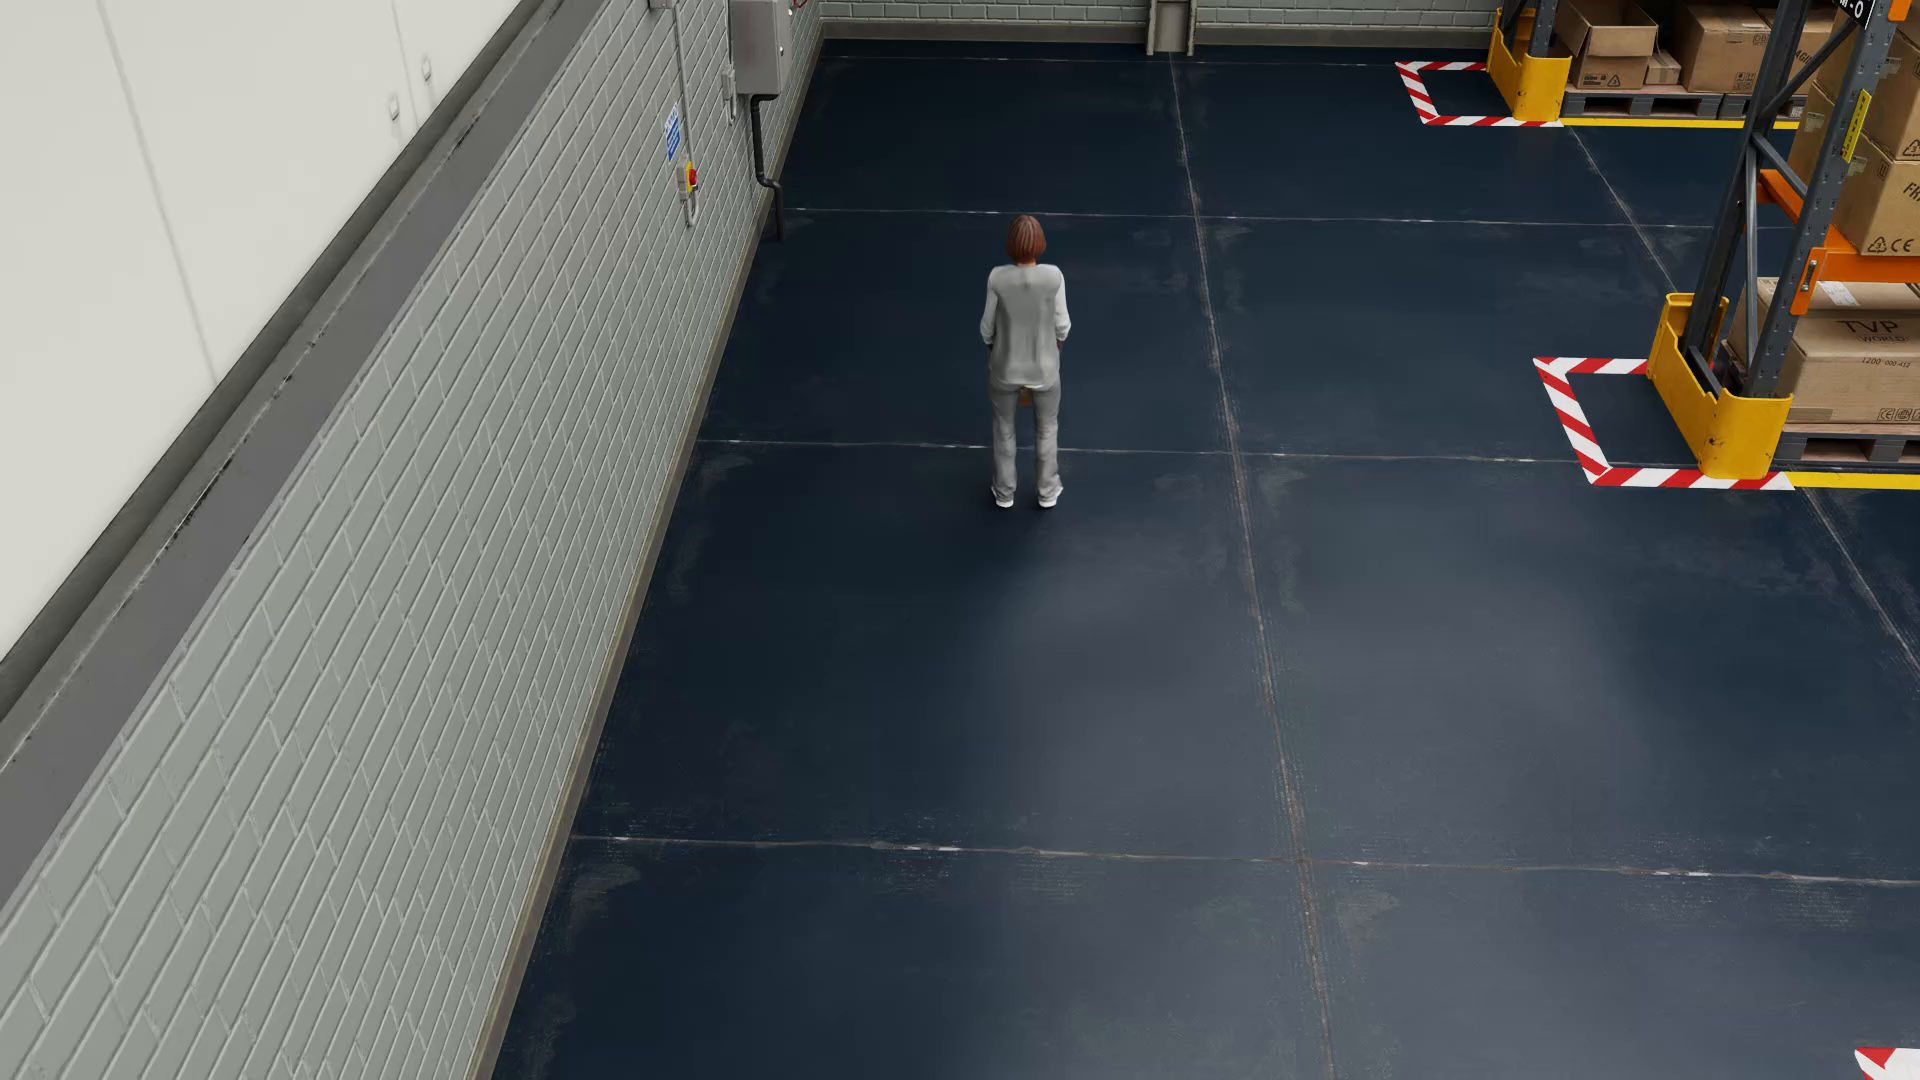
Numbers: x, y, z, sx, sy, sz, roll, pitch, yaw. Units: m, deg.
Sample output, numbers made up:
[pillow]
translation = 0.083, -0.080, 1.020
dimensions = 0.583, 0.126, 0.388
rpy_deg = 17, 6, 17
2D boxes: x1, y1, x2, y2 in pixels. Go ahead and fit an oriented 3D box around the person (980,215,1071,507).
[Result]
[person]
translation = 0.320, -0.866, 8.300
dimensions = 0.447, 1.600, 0.347
rpy_deg = 1, 36, 1
